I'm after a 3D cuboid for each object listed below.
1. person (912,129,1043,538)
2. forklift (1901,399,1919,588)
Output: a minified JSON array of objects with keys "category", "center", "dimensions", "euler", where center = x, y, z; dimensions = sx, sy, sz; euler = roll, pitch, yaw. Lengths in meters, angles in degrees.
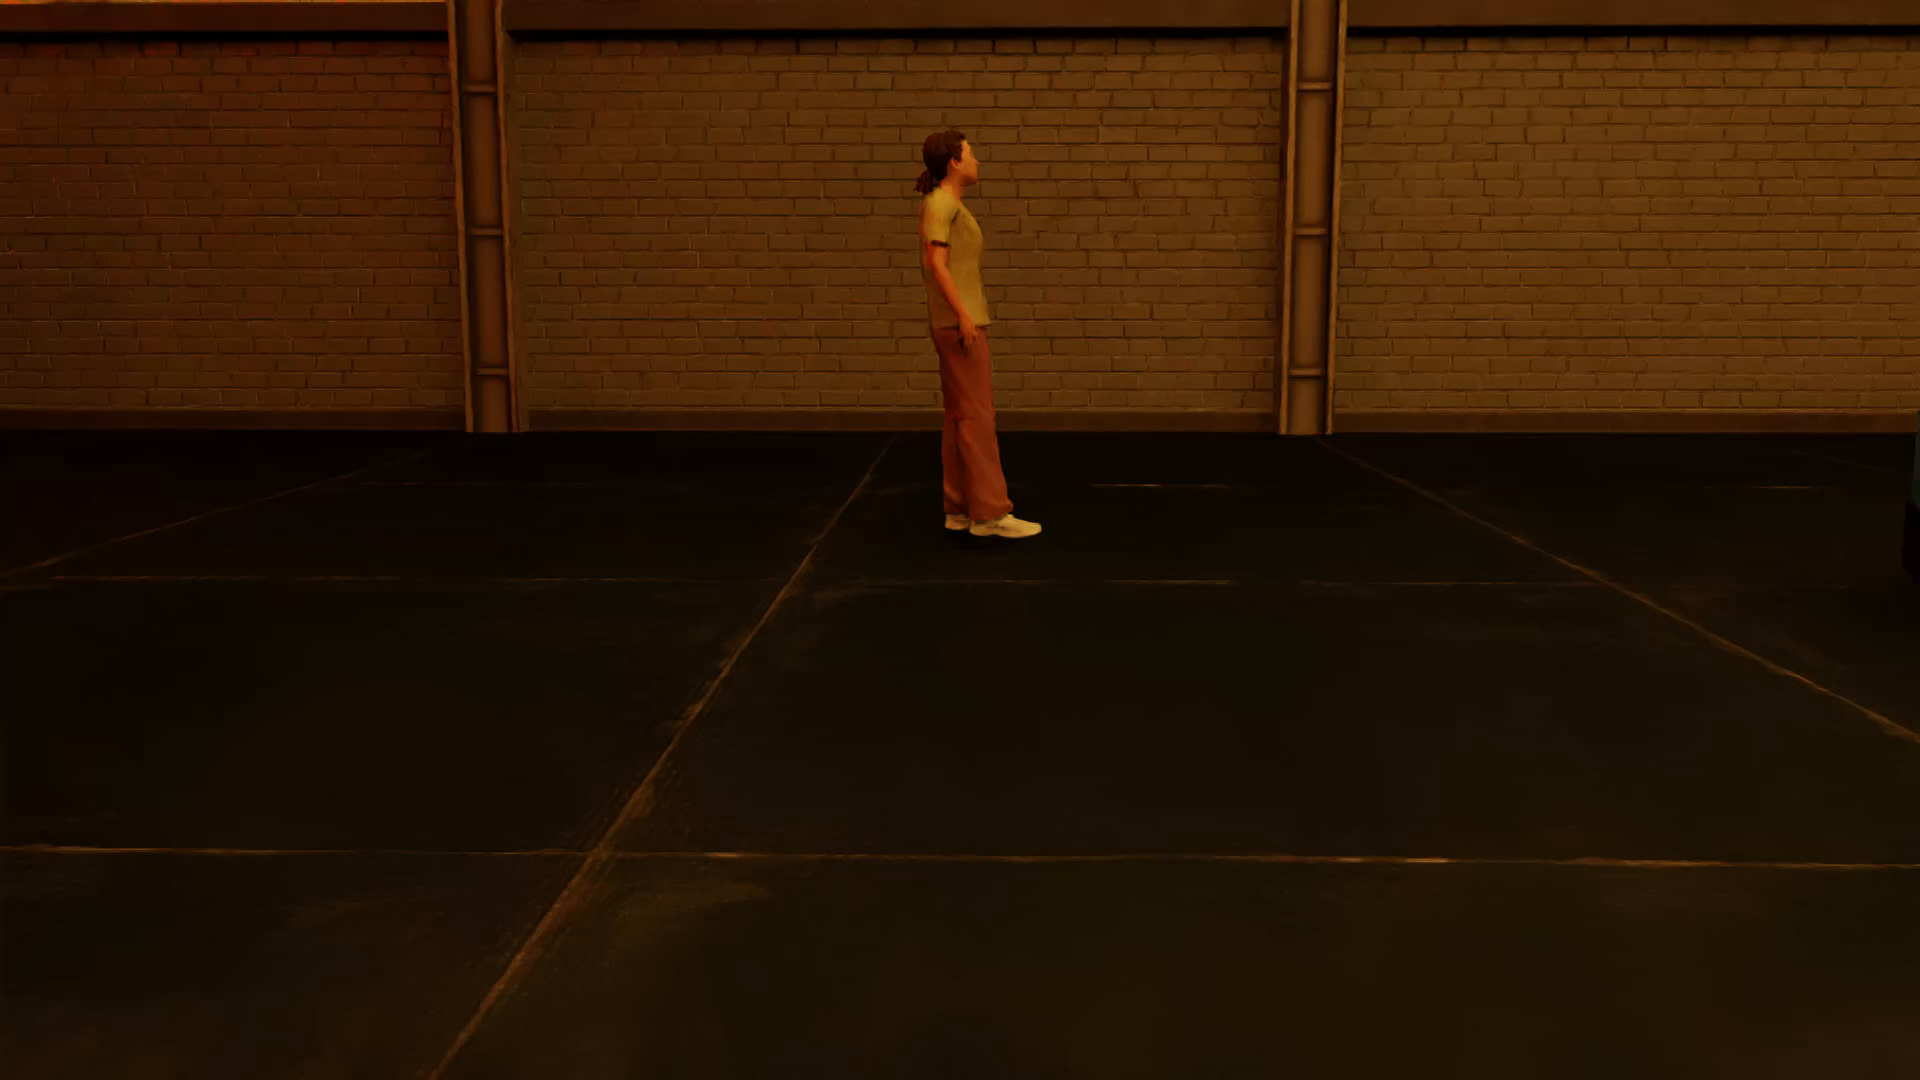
[{"category":"person","center":[0.073,-0.873,6.981],"dimensions":[0.549,1.673,0.554],"euler":[0,9,1]},{"category":"forklift","center":[4.654,-1.139,4.873],"dimensions":[3.031,2.935,1.130],"euler":[4,9,23]}]
